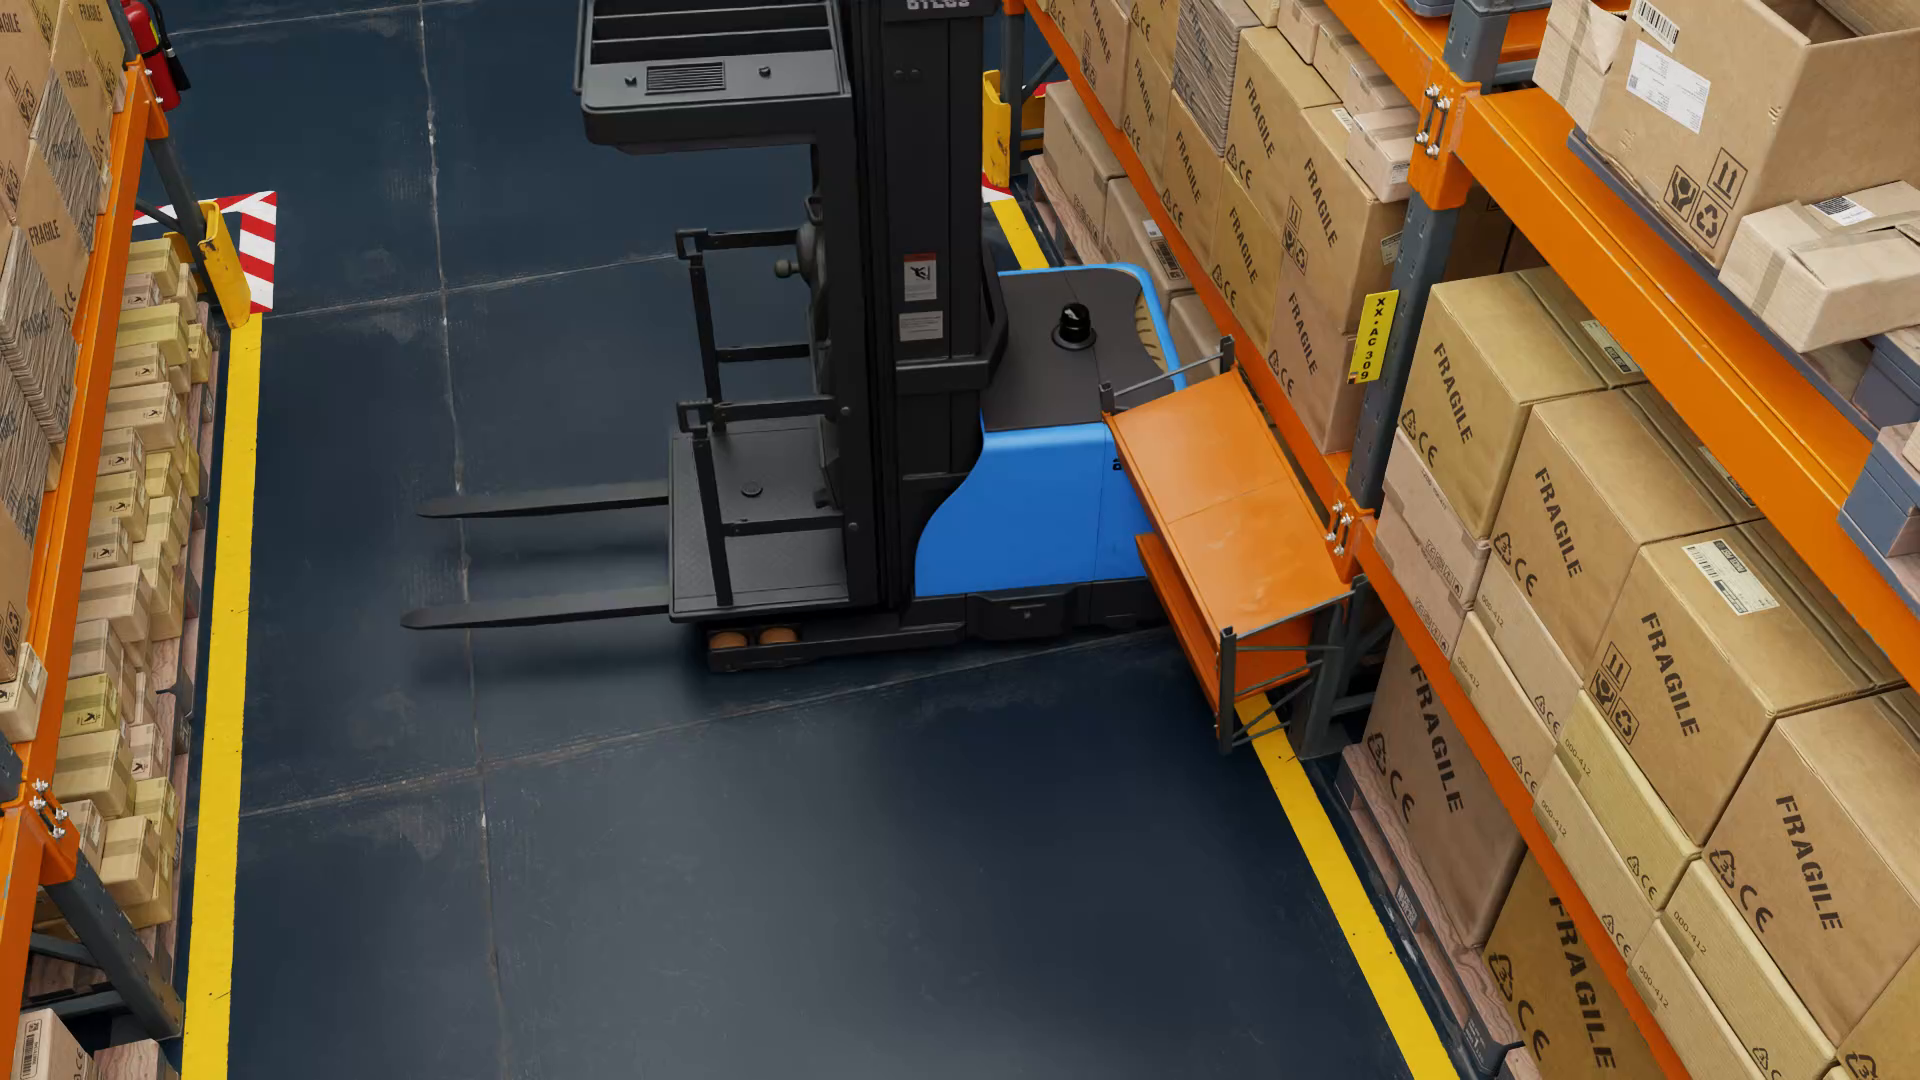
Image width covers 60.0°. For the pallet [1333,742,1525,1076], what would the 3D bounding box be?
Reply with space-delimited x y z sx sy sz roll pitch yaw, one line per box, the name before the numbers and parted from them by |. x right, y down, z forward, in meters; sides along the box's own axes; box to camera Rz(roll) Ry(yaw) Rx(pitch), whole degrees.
pallet | 2.000 1.139 5.736 1.003 0.211 1.213 -11 47 -10

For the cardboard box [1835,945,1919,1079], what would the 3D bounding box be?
cardboard box | 2.108 1.015 3.136 0.500 0.500 0.500 -11 47 -10

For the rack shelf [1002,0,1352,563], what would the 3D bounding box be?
rack shelf | 1.218 -1.485 6.859 1.077 0.370 4.000 -11 47 -10

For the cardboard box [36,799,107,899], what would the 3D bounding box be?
cardboard box | -2.917 0.986 5.220 0.380 0.149 0.250 -9 46 -9

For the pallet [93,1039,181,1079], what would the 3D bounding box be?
pallet | -2.829 2.133 4.763 1.003 0.211 1.213 -11 47 -10

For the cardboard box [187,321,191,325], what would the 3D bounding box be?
cardboard box | -3.717 -0.966 7.549 0.380 0.149 0.250 -10 46 -10

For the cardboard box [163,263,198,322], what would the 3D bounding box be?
cardboard box | -3.643 -1.083 7.456 0.380 0.149 0.250 -12 47 -11

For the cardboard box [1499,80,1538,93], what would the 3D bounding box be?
cardboard box | 1.819 -1.407 5.055 0.380 0.149 0.250 -10 46 -10

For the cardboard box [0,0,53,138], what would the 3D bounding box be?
cardboard box | -3.424 -1.654 5.543 0.500 0.500 0.500 -9 46 -8

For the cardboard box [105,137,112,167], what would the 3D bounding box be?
cardboard box | -3.591 -1.532 6.578 0.380 0.149 0.250 -11 47 -11

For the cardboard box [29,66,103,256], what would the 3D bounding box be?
cardboard box | -3.424 -1.313 5.909 0.500 0.500 0.500 -11 47 -10

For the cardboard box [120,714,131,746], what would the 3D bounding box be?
cardboard box | -3.062 0.737 5.672 0.380 0.149 0.250 -11 47 -11

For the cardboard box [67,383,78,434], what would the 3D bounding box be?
cardboard box | -3.170 -0.449 5.516 0.380 0.149 0.250 -9 46 -9

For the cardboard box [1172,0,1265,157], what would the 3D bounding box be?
cardboard box | 1.081 -1.717 5.813 0.500 0.500 0.500 -10 46 -10

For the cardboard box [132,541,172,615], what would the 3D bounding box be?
cardboard box | -3.179 0.170 6.227 0.380 0.149 0.250 -11 47 -11

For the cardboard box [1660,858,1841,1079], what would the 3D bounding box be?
cardboard box | 1.965 0.934 3.740 0.500 0.250 0.500 -12 47 -12

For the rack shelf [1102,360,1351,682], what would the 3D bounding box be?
rack shelf | 0.927 -0.079 5.769 0.538 0.278 1.000 -21 61 -3

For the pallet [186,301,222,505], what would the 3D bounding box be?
pallet | -3.860 -0.547 7.389 1.003 0.211 1.213 -11 47 -10

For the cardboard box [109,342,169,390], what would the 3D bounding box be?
cardboard box | -3.470 -0.651 6.824 0.380 0.149 0.250 -12 47 -12

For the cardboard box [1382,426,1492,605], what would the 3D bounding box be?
cardboard box | 1.570 -0.123 4.776 0.500 0.250 0.500 -12 47 -11

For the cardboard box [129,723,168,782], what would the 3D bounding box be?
cardboard box | -2.994 0.814 5.805 0.380 0.149 0.250 -11 47 -11

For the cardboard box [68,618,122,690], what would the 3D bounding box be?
cardboard box | -3.132 0.444 5.751 0.380 0.149 0.250 -12 47 -11

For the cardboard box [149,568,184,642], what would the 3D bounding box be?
cardboard box | -3.184 0.272 6.336 0.380 0.149 0.250 -12 47 -11

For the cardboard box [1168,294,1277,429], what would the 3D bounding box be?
cardboard box | 1.443 -0.677 7.064 0.875 0.438 0.875 -12 47 -11

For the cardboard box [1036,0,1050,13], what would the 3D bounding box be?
cardboard box | 0.551 -2.768 7.543 0.500 0.500 0.500 -11 47 -11

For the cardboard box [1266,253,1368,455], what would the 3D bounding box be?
cardboard box | 1.364 -0.664 5.481 0.500 0.500 0.500 -10 46 -10

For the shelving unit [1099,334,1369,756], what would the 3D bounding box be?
shelving unit | 0.965 0.057 6.025 0.538 1.125 1.048 -21 61 -3

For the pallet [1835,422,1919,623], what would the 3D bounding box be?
pallet | 2.248 0.216 2.721 1.003 0.211 1.213 -9 46 -8

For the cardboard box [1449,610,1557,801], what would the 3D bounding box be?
cardboard box | 1.721 0.406 4.608 0.500 0.250 0.500 -12 47 -11

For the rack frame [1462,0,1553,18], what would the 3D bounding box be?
rack frame | 1.730 -2.455 3.106 1.000 3.000 0.127 -11 47 -10

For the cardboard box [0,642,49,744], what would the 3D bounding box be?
cardboard box | -2.786 0.452 4.634 0.380 0.149 0.250 -9 46 -9

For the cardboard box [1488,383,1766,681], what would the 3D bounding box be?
cardboard box | 1.721 -0.038 4.168 0.500 0.500 0.500 -11 47 -11

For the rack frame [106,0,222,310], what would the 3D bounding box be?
rack frame | -4.054 -2.142 7.000 1.000 3.000 0.127 -11 47 -10

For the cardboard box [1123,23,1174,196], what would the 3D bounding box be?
cardboard box | 0.965 -1.727 6.523 0.500 0.500 0.500 -9 46 -9

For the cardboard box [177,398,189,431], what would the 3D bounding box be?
cardboard box | -3.493 -0.441 7.035 0.380 0.149 0.250 -10 46 -10

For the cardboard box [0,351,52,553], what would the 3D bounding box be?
cardboard box | -3.046 -0.248 4.865 0.500 0.500 0.500 -11 47 -10

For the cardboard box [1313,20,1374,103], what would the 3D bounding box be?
cardboard box | 1.326 -1.498 5.144 0.380 0.149 0.250 -11 47 -10

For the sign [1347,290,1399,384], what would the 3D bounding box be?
sign | 1.194 -0.584 4.811 0.100 0.325 0.005 -11 47 -10

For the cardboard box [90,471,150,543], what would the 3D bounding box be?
cardboard box | -3.293 -0.097 6.282 0.380 0.149 0.250 -10 47 -10

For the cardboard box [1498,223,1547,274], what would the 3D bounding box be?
cardboard box | 1.842 -1.114 5.222 0.500 0.500 0.500 -10 46 -10

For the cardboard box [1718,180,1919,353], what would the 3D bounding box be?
cardboard box | 1.715 -0.533 3.192 0.380 0.166 0.250 -14 47 -13

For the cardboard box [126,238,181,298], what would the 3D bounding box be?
cardboard box | -3.673 -1.181 7.343 0.380 0.149 0.250 -10 46 -10

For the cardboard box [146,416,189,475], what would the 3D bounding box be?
cardboard box | -3.363 -0.370 6.757 0.380 0.149 0.250 -10 46 -10

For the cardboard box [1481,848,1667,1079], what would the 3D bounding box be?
cardboard box | 2.205 1.277 4.843 0.875 0.875 0.875 -9 46 -9

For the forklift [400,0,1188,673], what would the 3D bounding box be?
forklift | -0.683 -0.911 5.842 3.031 2.935 1.130 -5 46 -5

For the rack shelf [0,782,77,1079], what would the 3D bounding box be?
rack shelf | -2.517 2.252 3.197 1.077 0.370 4.000 -11 47 -10
